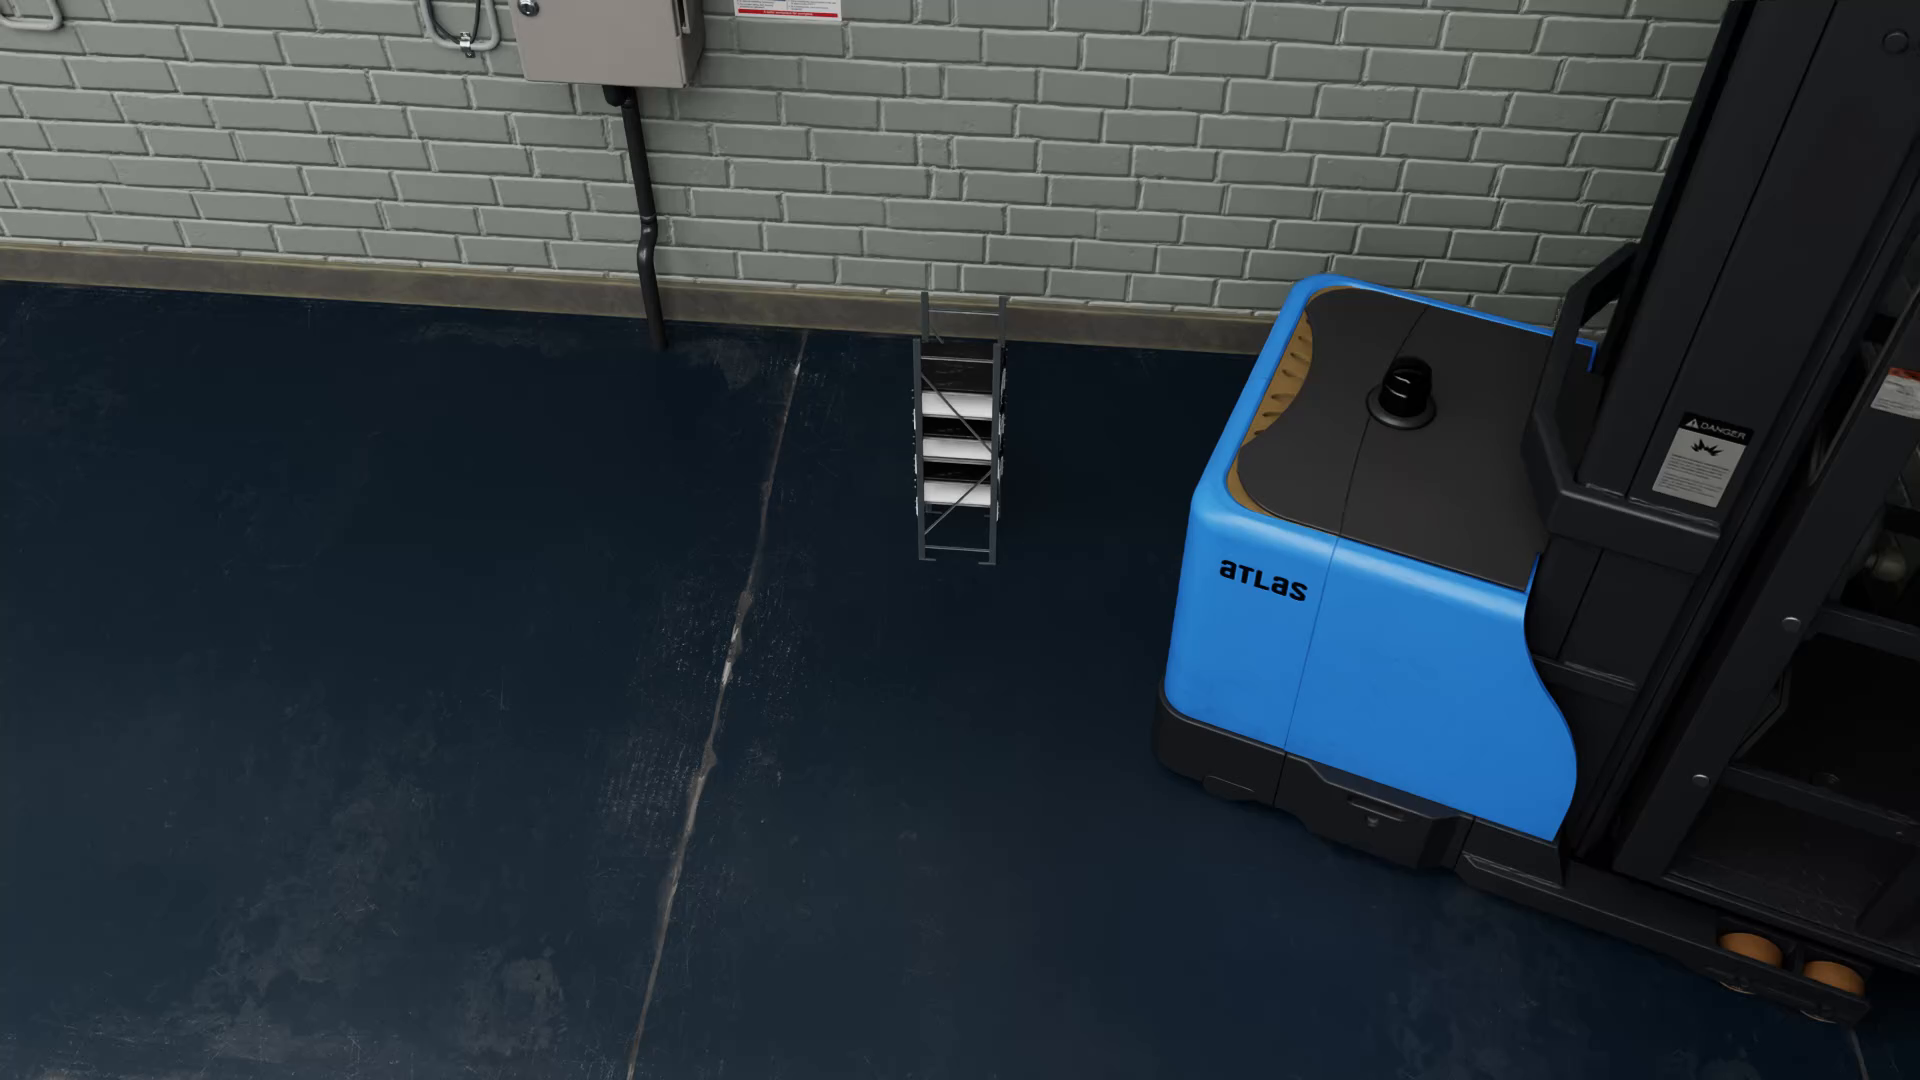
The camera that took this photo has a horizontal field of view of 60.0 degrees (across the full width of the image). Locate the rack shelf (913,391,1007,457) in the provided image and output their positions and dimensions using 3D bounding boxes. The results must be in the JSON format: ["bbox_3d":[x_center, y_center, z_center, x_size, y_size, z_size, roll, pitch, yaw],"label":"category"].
[{"bbox_3d":[0.001,-0.348,4.882,0.258,0.077,0.200,4,48,4],"label":"rack shelf"}]

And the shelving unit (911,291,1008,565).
[{"bbox_3d":[0.001,-0.310,4.923,0.258,0.900,0.210,4,48,4],"label":"shelving unit"}]

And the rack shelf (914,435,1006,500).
[{"bbox_3d":[0.001,-0.226,5.014,0.258,0.077,0.200,4,48,4],"label":"rack shelf"}]

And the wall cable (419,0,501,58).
[{"bbox_3d":[-1.700,-2.174,4.517,0.588,1.984,0.122,4,48,4],"label":"wall cable"}]

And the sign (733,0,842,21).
[{"bbox_3d":[-0.524,-1.757,4.888,0.329,0.494,0.001,4,48,4],"label":"sign"}]

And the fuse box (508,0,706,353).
[{"bbox_3d":[-1.035,-1.235,5.220,0.539,1.711,0.414,4,48,4],"label":"fuse box"}]

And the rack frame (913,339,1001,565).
[{"bbox_3d":[-0.009,-0.235,4.855,0.240,0.900,0.006,4,48,4],"label":"rack frame"}]

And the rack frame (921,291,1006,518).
[{"bbox_3d":[0.010,-0.384,4.992,0.240,0.900,0.006,4,48,4],"label":"rack frame"}]

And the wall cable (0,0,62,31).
[{"bbox_3d":[-3.113,-2.272,4.585,0.585,1.953,0.123,4,48,4],"label":"wall cable"}]

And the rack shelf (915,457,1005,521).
[{"bbox_3d":[0.001,-0.166,5.081,0.258,0.077,0.200,4,48,4],"label":"rack shelf"}]

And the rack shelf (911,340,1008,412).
[{"bbox_3d":[0.001,-0.469,4.749,0.258,0.077,0.200,4,48,4],"label":"rack shelf"}]

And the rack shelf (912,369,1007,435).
[{"bbox_3d":[0.001,-0.409,4.815,0.258,0.077,0.200,4,48,4],"label":"rack shelf"}]

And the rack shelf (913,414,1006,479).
[{"bbox_3d":[0.001,-0.287,4.948,0.258,0.077,0.200,4,48,4],"label":"rack shelf"}]

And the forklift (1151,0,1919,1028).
[{"bbox_3d":[2.096,-0.238,3.481,3.031,2.935,1.130,18,50,16],"label":"forklift"}]
